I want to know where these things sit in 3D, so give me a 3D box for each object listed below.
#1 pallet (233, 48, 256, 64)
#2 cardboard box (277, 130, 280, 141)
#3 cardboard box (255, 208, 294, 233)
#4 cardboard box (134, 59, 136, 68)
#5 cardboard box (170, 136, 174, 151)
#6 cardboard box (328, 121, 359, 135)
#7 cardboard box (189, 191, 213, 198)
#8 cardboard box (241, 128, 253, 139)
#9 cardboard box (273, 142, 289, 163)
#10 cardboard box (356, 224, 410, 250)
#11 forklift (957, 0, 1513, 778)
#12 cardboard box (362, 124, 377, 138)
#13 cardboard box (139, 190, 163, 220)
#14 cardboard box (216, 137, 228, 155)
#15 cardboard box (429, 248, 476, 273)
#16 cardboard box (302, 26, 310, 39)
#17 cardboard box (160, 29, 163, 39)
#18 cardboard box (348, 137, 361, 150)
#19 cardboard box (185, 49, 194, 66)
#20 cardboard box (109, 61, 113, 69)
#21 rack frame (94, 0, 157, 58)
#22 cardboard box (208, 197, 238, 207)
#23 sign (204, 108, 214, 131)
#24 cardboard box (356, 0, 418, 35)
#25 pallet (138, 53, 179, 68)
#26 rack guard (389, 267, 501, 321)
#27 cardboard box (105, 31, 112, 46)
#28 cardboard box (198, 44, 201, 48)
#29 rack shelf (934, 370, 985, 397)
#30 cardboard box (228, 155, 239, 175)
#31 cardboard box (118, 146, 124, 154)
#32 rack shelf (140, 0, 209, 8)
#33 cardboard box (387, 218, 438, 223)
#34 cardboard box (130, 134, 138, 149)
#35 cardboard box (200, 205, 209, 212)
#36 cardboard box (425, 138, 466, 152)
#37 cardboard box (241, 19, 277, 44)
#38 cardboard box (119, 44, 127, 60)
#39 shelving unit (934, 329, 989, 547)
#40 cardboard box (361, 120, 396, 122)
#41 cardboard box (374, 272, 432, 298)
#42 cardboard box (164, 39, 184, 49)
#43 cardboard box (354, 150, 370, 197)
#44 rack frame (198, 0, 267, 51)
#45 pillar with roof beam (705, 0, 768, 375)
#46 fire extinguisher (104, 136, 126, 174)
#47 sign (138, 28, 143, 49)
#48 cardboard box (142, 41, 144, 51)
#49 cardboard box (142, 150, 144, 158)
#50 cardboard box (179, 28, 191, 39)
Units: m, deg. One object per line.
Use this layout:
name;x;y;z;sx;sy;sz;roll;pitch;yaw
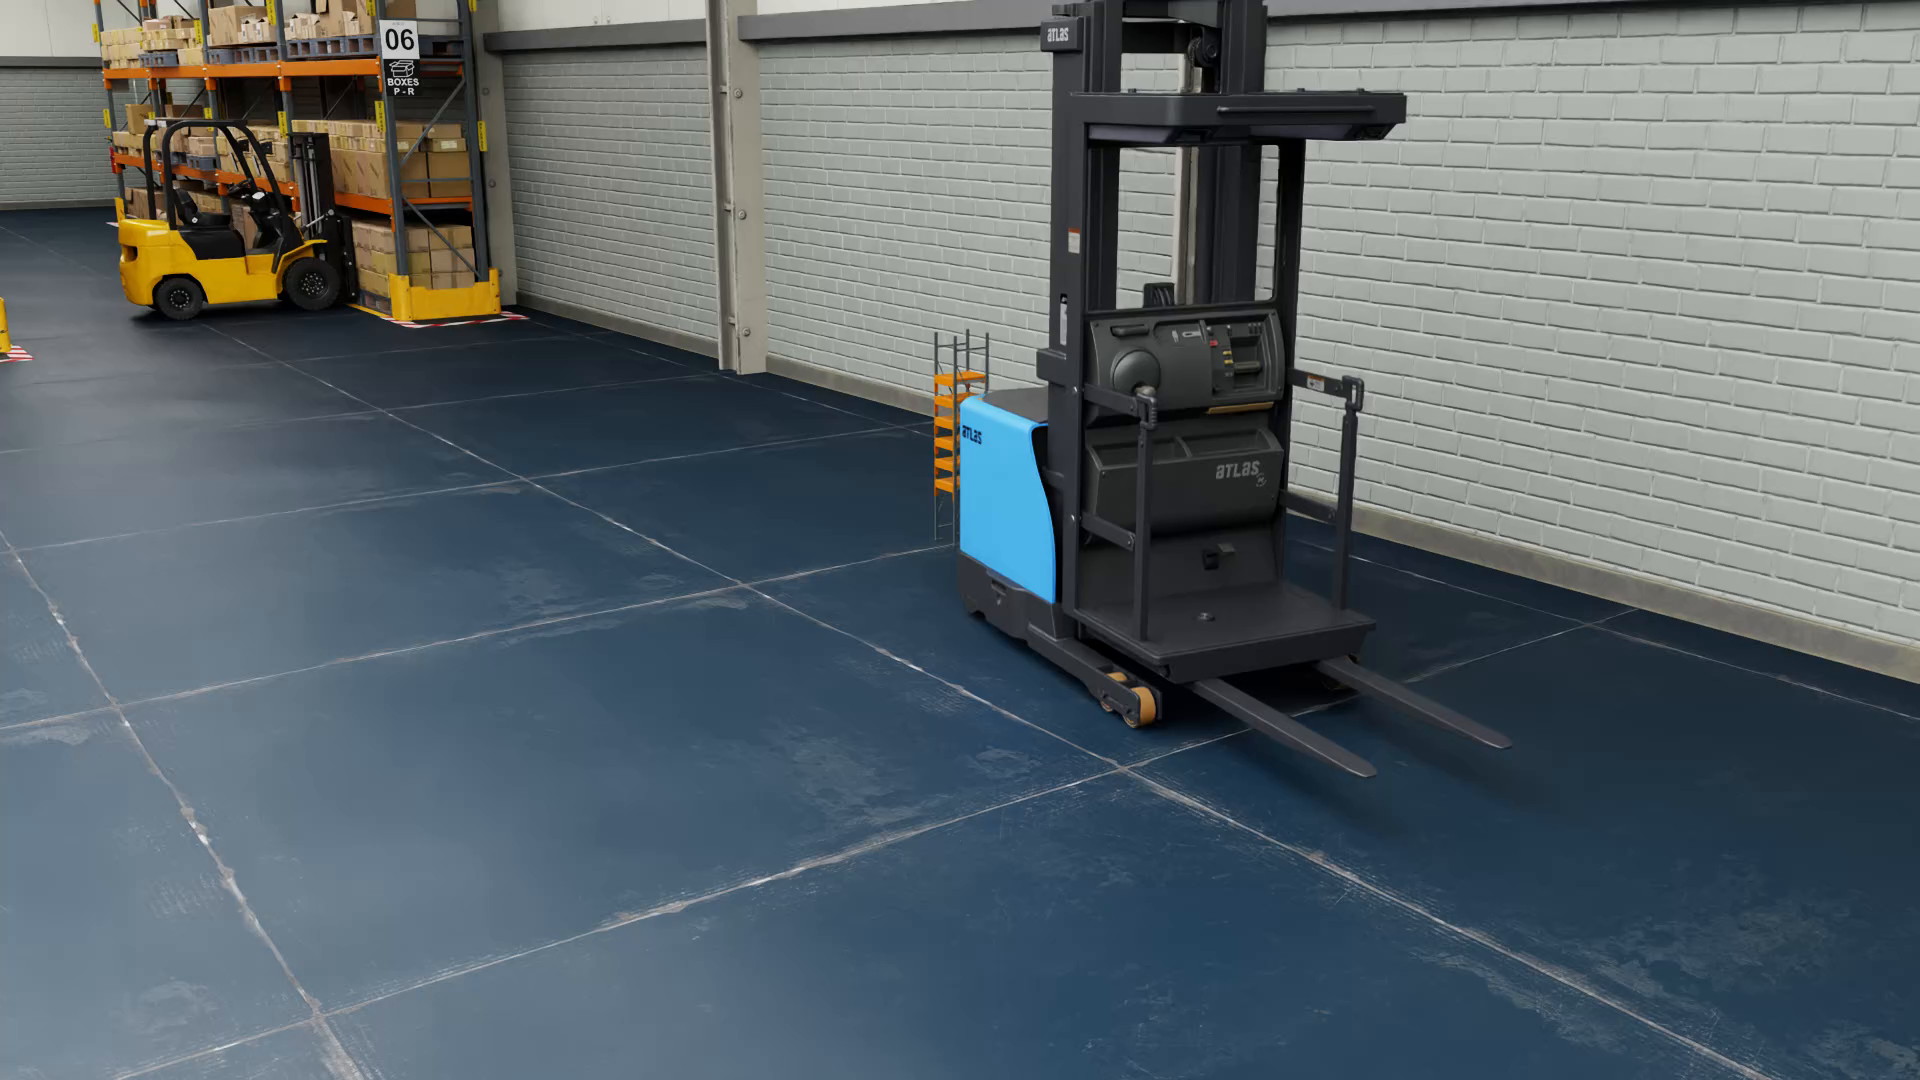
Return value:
pallet;-9.404;-6.695;23.029;1.003;0.211;1.213;-10;18;-32
cardboard box;-8.832;-5.366;22.083;0.380;0.149;0.250;-11;19;-35
cardboard box;-9.393;-4.348;23.483;0.875;0.625;0.625;-12;19;-37
cardboard box;-13.904;-8.145;28.447;0.380;0.149;0.250;-10;18;-33
cardboard box;-12.381;-6.344;26.531;0.396;0.266;0.258;-10;18;-32
cardboard box;-7.415;-4.982;20.114;0.380;0.149;0.250;-11;19;-35
cardboard box;-12.217;-5.538;26.841;0.380;0.149;0.250;-11;19;-35
cardboard box;-9.819;-5.682;23.234;0.380;0.149;0.250;-10;18;-33
cardboard box;-8.679;-5.088;21.821;0.500;0.250;0.500;-11;19;-36
cardboard box;-6.660;-3.517;19.261;0.500;0.250;0.500;-10;18;-34
forklift;1.063;-0.779;6.872;1.130;2.935;3.031;-7;17;-24
cardboard box;-6.559;-4.648;18.894;0.380;0.149;0.250;-10;18;-33
cardboard box;-14.255;-5.951;29.577;0.500;0.500;0.500;-10;18;-34
cardboard box;-10.493;-5.740;24.205;0.500;0.250;0.500;-11;19;-35
cardboard box;-5.940;-3.250;19.235;0.500;0.250;0.500;-10;18;-34
cardboard box;-7.714;-6.123;20.076;0.380;0.149;0.250;-10;18;-33
cardboard box;-12.254;-7.886;25.952;0.380;0.149;0.250;-11;19;-34
cardboard box;-6.872;-4.611;19.322;0.380;0.149;0.250;-12;19;-36
cardboard box;-11.330;-7.262;25.028;0.500;0.250;0.500;-11;19;-34
cardboard box;-15.240;-8.638;30.248;0.380;0.149;0.250;-10;18;-33
rack frame;-15.240;-10.310;30.199;1.000;3.000;0.127;-11;19;-35
cardboard box;-11.336;-5.201;25.606;0.380;0.149;0.250;-12;19;-36
sign;-10.969;-6.142;24.292;0.100;0.325;0.005;-11;19;-35
cardboard box;-6.289;-5.802;18.238;0.500;0.500;0.500;-10;18;-33
pallet;-12.561;-7.768;26.951;1.213;0.211;1.003;-11;19;-35
rack guard;-5.818;-2.789;18.820;1.175;0.500;0.348;-11;19;-35
cardboard box;-14.898;-8.930;29.614;0.500;0.250;0.500;-11;19;-35
cardboard box;-11.075;-7.372;24.675;0.380;0.149;0.250;-11;19;-36
rack shelf;0.009;-0.880;9.323;0.258;0.103;0.180;-11;19;-35
cardboard box;-10.181;-5.395;23.890;0.500;0.250;0.500;-11;19;-36
cardboard box;-15.268;-7.183;30.613;0.380;0.149;0.250;-11;19;-35
rack shelf;-11.712;-8.489;25.666;1.077;0.370;4.000;-11;19;-35
cardboard box;-6.544;-3.705;19.950;0.500;0.250;0.500;-11;19;-35
cardboard box;-14.275;-7.028;29.291;0.500;0.250;0.500;-11;19;-36
cardboard box;-11.554;-4.982;26.036;0.500;0.500;0.500;-10;18;-32
cardboard box;-5.822;-4.474;18.821;0.380;0.149;0.250;-11;19;-36
cardboard box;-9.258;-6.789;22.202;0.500;0.311;0.500;-12;19;-36
cardboard box;-14.270;-8.474;28.893;0.500;0.250;0.500;-11;19;-35
shelving unit;0.009;-0.576;9.406;0.258;1.200;0.189;-11;19;-35
cardboard box;-7.274;-5.179;20.835;0.380;0.149;0.250;-11;19;-36
cardboard box;-6.364;-2.928;19.003;0.500;0.250;0.500;-11;19;-34
cardboard box;-12.109;-7.689;25.796;0.380;0.149;0.250;-10;18;-33
cardboard box;-6.631;-4.225;19.140;0.500;0.500;0.500;-10;18;-33
rack frame;-10.536;-8.602;23.958;1.000;3.000;0.127;-11;19;-35
pillar with roof beam;-5.467;-5.233;11.648;9.100;9.000;0.400;-11;19;-35
fire extinguisher;-15.700;-7.159;30.904;0.296;0.674;0.183;-11;19;-35
sign;-13.322;-8.173;27.093;0.100;0.325;0.005;-11;19;-35
cardboard box;-13.034;-8.013;26.981;0.380;0.149;0.250;-11;19;-34
cardboard box;-13.928;-6.684;28.793;0.380;0.149;0.250;-11;19;-35
cardboard box;-11.590;-7.670;25.199;0.380;0.149;0.250;-11;19;-36
